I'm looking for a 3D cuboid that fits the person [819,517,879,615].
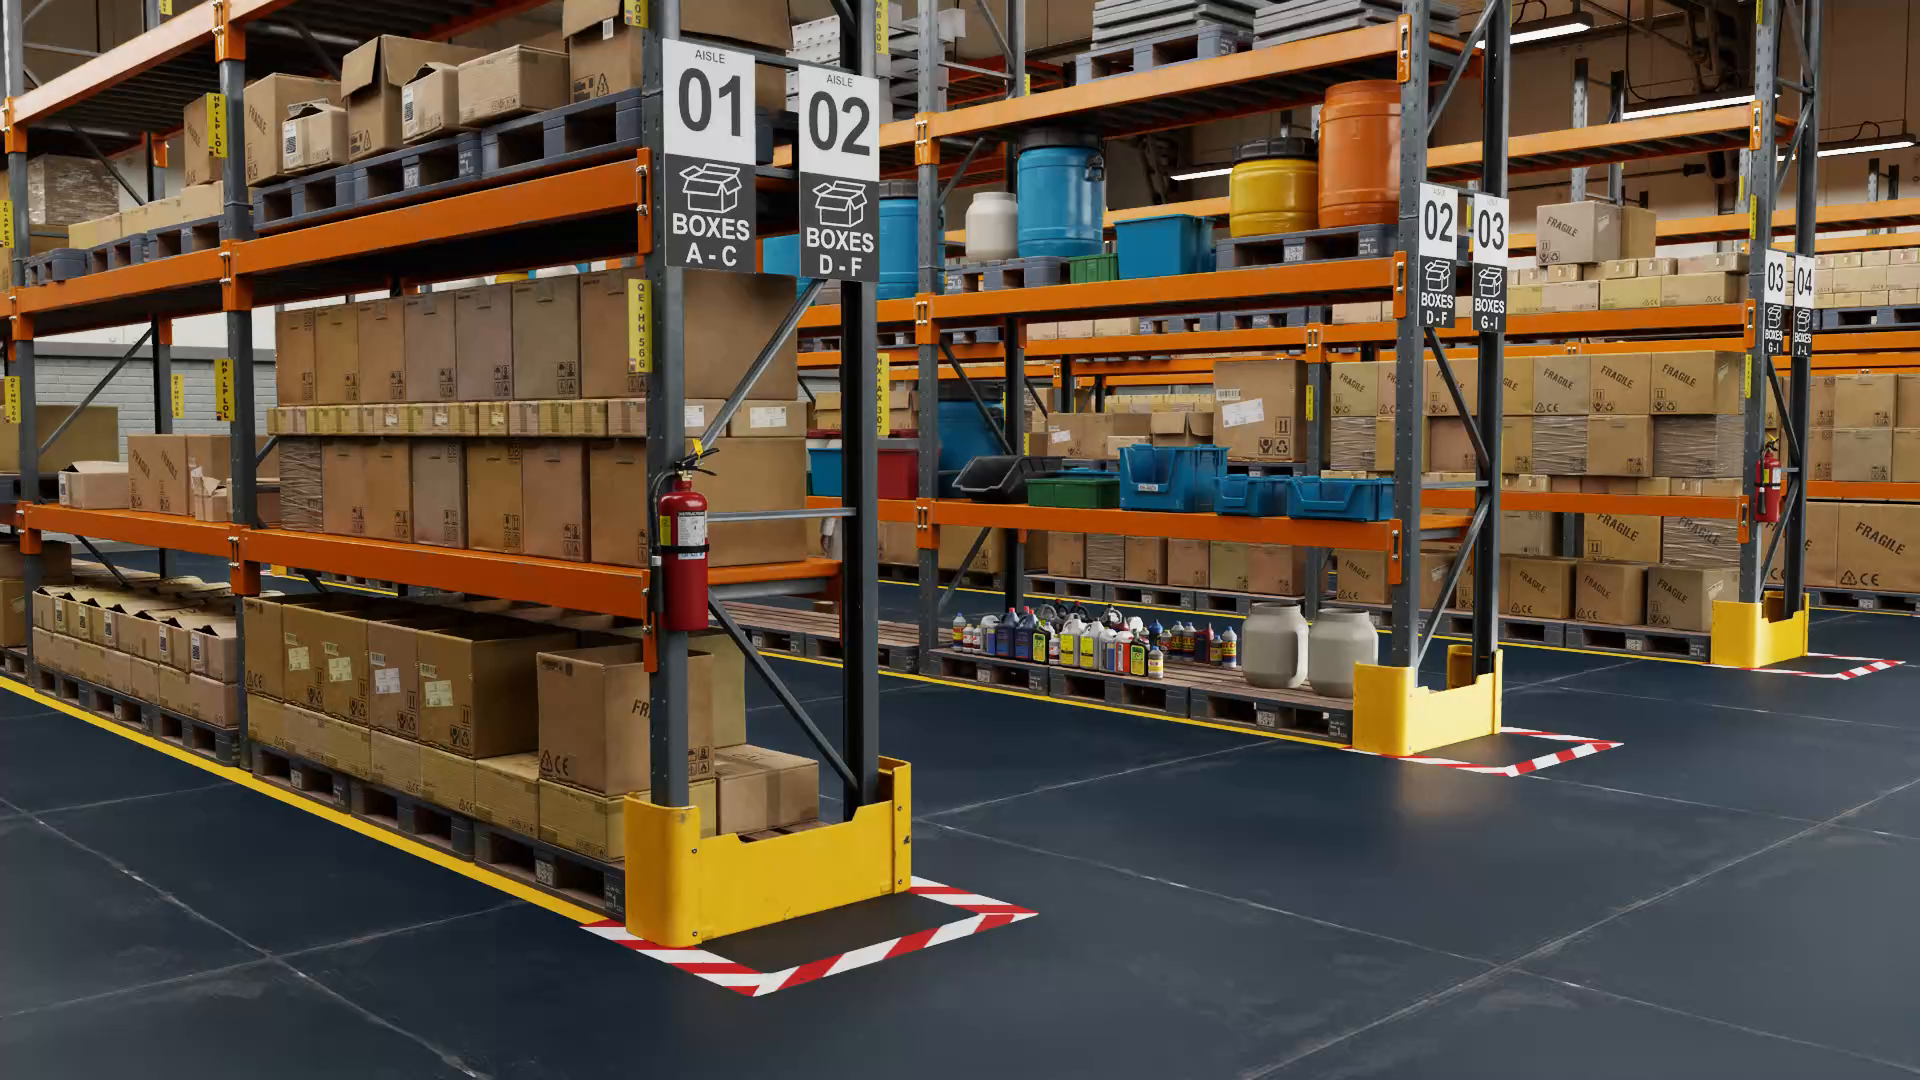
[{"bbox_3d":[-0.996,-0.053,15.020,0.643,1.774,0.423,-4,5,-43],"label":"person"}]
